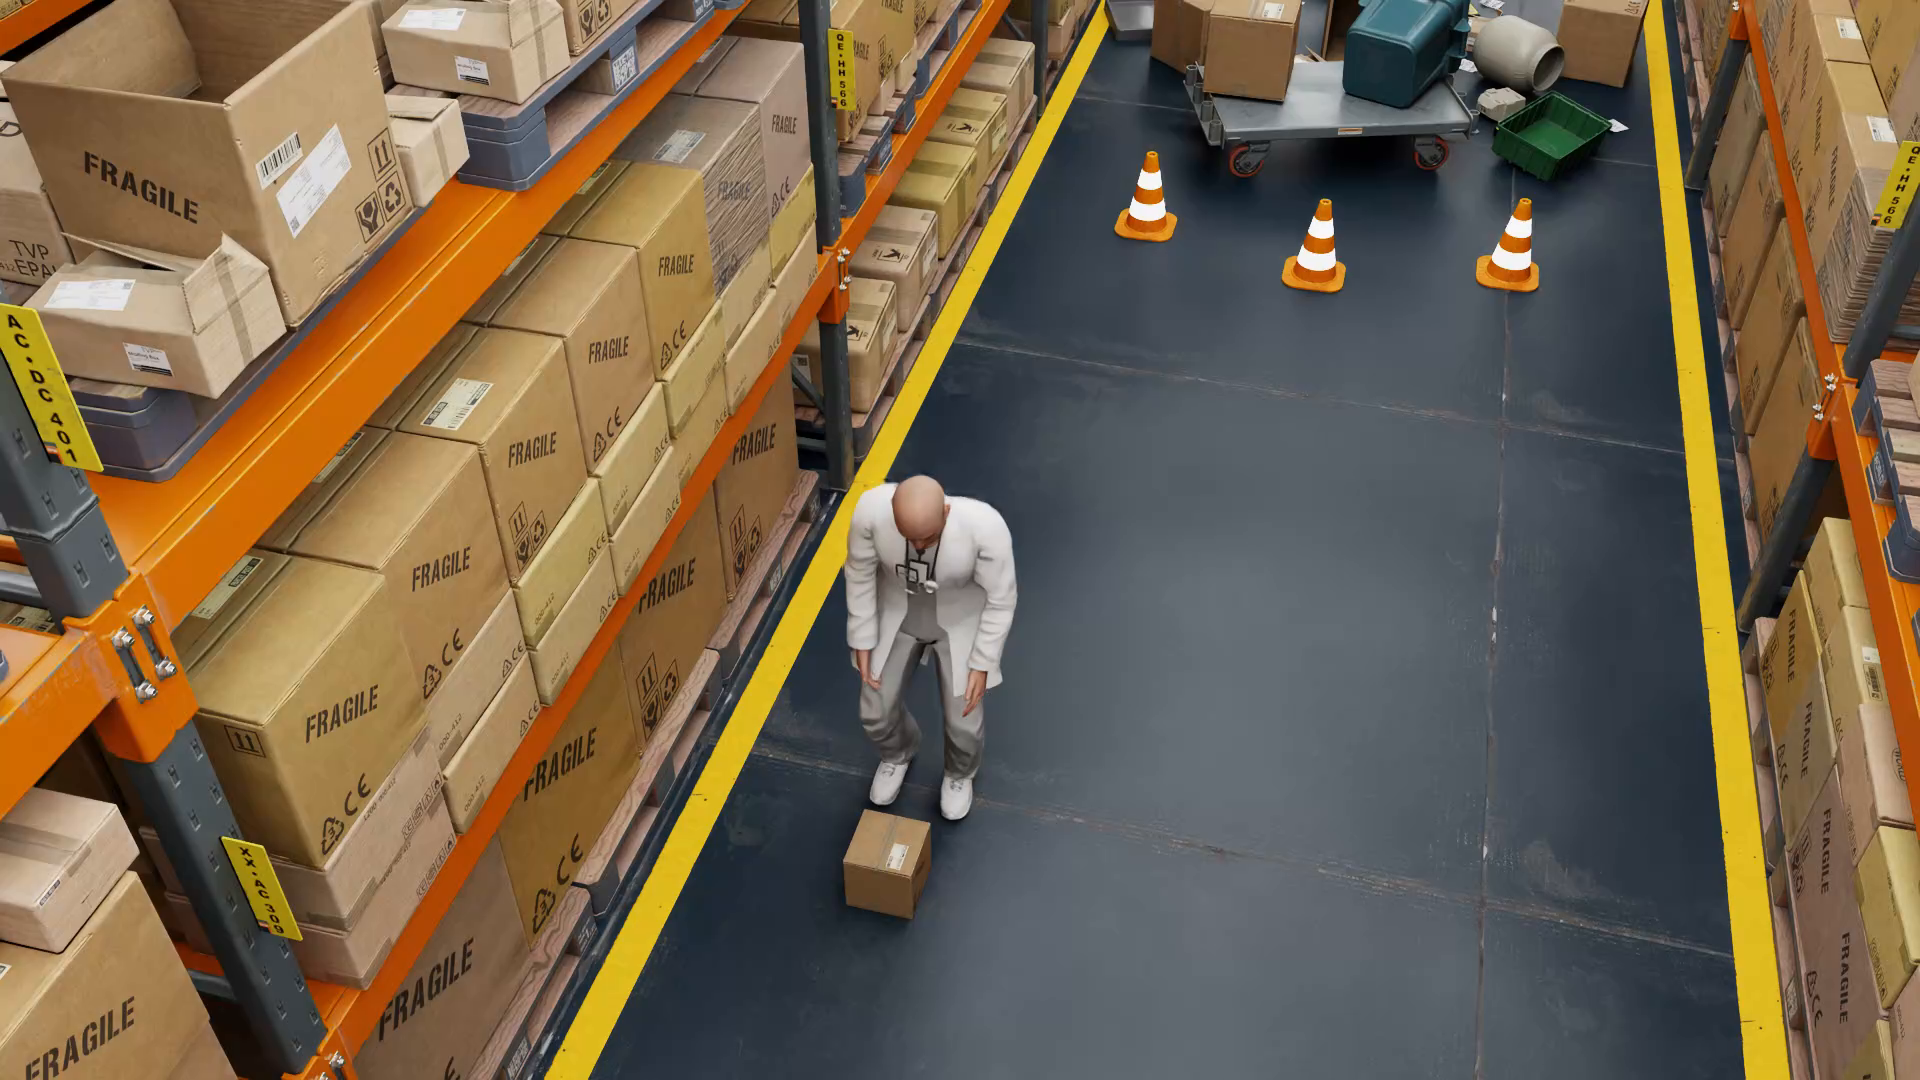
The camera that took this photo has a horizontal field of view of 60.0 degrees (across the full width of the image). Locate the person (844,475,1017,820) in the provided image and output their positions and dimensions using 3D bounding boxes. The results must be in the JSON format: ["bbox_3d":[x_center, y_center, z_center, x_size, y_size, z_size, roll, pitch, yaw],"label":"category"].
[{"bbox_3d":[-0.096,0.335,5.903,0.617,1.623,0.543,10,42,12],"label":"person"}]
